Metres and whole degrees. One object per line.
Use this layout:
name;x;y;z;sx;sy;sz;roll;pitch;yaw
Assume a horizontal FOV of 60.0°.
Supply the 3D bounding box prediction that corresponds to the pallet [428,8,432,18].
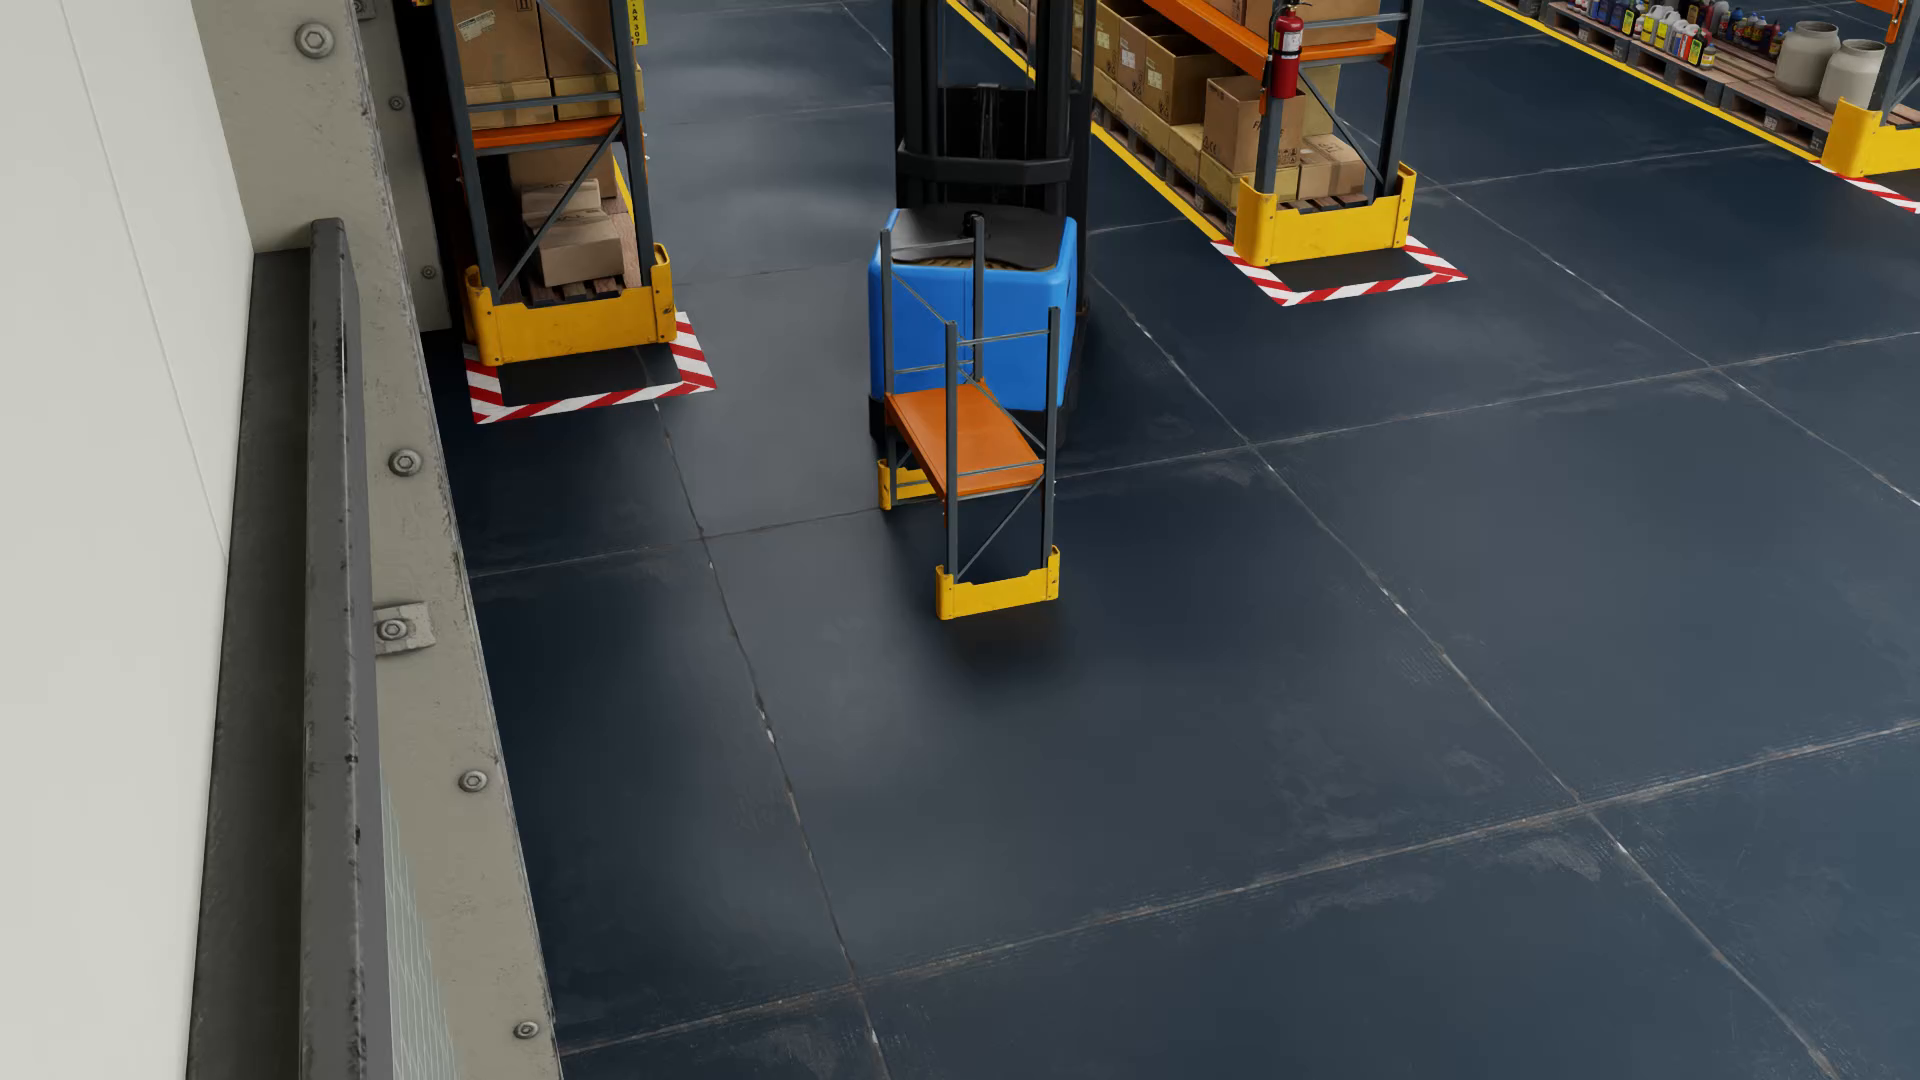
pallet;-4.493;-5.040;15.686;1.003;0.211;1.213;-10;35;-15

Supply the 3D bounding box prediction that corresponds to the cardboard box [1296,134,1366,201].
cardboard box;2.475;-2.596;11.570;0.500;0.250;0.500;-10;35;-15

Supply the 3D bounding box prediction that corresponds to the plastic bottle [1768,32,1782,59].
plastic bottle;6.857;-4.154;13.955;0.097;0.201;0.097;0;33;0

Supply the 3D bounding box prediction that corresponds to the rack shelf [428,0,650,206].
rack shelf;-2.900;-3.163;10.969;1.077;0.370;4.000;-10;35;-15

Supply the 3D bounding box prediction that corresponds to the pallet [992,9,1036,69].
pallet;0.945;-4.566;14.968;1.003;0.211;1.213;-10;35;-15

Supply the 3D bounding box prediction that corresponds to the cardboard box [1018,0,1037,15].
cardboard box;0.810;-4.775;14.360;0.500;0.311;0.500;-10;35;-15

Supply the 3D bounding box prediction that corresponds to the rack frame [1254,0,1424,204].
rack frame;2.427;-3.249;10.445;1.000;3.000;0.127;-10;35;-15

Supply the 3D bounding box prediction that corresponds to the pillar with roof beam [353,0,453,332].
pillar with roof beam;0.773;-5.862;8.959;9.100;9.000;0.400;-10;35;-15

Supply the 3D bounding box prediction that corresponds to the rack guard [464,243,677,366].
rack guard;-2.313;-1.411;9.931;1.175;0.500;0.348;-10;35;-15

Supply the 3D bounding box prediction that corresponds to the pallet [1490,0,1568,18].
pallet;5.649;-5.422;16.264;1.003;0.211;1.213;-10;35;-15

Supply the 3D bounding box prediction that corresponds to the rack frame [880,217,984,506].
rack frame;-0.129;-0.848;8.173;0.500;1.500;0.032;-10;35;-15

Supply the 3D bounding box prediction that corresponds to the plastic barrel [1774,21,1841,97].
plastic barrel;6.719;-3.813;13.175;0.421;0.512;0.421;0;33;0

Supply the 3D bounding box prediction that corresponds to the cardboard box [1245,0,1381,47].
cardboard box;2.297;-3.538;10.792;0.700;0.500;0.500;-10;35;-15

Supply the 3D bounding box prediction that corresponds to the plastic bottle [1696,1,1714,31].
plastic bottle;6.498;-4.566;14.504;0.061;0.283;0.133;-10;35;-15

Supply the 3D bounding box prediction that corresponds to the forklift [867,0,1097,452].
forklift;0.213;-2.488;9.356;1.130;2.935;3.031;4;34;6

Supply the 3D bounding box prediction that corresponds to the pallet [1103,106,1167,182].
pallet;1.785;-3.119;12.779;1.003;0.211;1.213;-10;35;-15

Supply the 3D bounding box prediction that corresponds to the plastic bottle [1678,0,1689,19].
plastic bottle;6.455;-4.868;14.899;0.144;0.351;0.185;-12;35;-17

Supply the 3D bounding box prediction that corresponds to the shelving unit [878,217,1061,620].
shelving unit;0.023;-0.586;7.776;0.587;1.500;1.083;-10;35;-15

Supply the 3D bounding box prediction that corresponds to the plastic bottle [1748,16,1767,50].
plastic bottle;6.784;-4.309;14.126;0.097;0.271;0.097;0;33;0

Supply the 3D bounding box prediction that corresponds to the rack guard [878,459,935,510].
rack guard;-0.129;-0.326;8.516;0.587;0.250;0.087;-10;35;-15

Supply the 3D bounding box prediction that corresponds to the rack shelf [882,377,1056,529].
rack shelf;0.026;-0.431;7.868;0.538;0.185;1.000;-10;35;-15

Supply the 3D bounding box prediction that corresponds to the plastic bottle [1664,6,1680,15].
plastic bottle;6.097;-4.449;14.334;0.152;0.276;0.135;-10;35;-15

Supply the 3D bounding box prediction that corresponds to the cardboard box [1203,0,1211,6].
cardboard box;1.986;-4.074;11.604;0.700;0.500;0.500;-10;35;-14

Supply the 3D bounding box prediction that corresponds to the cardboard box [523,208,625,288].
cardboard box;-2.415;-1.854;10.374;0.500;0.311;0.500;-14;36;-20

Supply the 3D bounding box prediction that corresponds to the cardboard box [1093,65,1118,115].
cardboard box;1.355;-3.555;13.023;0.500;0.250;0.500;-10;35;-15

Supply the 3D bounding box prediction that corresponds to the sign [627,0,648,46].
sign;-1.773;-2.866;9.081;0.100;0.325;0.005;-10;35;-15

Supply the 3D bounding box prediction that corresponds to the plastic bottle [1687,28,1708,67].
plastic bottle;6.115;-4.079;13.766;0.061;0.283;0.133;-9;35;-14

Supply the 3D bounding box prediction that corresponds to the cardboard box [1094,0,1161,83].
cardboard box;1.355;-3.868;12.816;0.500;0.500;0.500;-10;35;-15

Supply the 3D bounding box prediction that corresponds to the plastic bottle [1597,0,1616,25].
plastic bottle;5.776;-4.764;14.743;0.144;0.351;0.185;-9;35;-13

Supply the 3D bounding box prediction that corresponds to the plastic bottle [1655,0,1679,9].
plastic bottle;6.321;-4.798;14.862;0.152;0.276;0.135;-10;35;-15

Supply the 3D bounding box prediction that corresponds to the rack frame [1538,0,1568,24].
rack frame;5.925;-6.180;14.881;1.000;3.000;0.127;-10;35;-15

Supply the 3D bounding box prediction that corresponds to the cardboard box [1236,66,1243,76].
cardboard box;2.156;-3.431;12.154;0.500;0.500;0.500;-10;35;-15

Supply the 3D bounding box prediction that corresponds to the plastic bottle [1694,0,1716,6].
plastic bottle;6.553;-4.698;14.643;0.144;0.351;0.185;-10;35;-15

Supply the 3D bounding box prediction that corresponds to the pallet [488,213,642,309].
pallet;-2.527;-1.723;10.665;1.003;0.211;1.213;-10;35;-15

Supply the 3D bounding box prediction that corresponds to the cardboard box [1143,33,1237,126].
cardboard box;1.661;-3.344;12.022;0.500;0.500;0.500;-10;35;-15

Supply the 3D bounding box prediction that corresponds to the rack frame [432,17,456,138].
rack frame;-3.510;-4.514;12.360;1.000;3.000;0.127;-10;35;-15

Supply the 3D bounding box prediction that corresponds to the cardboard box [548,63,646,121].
cardboard box;-2.136;-2.669;9.686;0.500;0.250;0.500;-11;35;-16

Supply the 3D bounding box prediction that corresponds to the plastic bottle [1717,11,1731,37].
plastic bottle;6.661;-4.492;14.467;0.097;0.201;0.097;0;33;0

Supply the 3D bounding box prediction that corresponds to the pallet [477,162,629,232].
pallet;-2.895;-2.362;11.633;1.003;0.211;1.213;-10;35;-15

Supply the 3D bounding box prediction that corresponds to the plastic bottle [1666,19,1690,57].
plastic bottle;6.074;-4.227;13.998;0.152;0.276;0.135;-11;35;-16

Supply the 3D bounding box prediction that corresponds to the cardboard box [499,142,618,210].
cardboard box;-2.765;-2.625;11.371;0.700;0.500;0.500;-12;35;-18

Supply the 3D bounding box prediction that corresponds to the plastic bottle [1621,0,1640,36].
plastic bottle;5.844;-4.544;14.470;0.061;0.283;0.133;-9;34;-13

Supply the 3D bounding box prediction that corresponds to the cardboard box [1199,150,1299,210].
cardboard box;1.982;-2.508;11.438;0.500;0.250;0.500;-10;35;-15

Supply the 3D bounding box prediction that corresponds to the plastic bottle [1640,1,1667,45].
plastic bottle;5.963;-4.442;14.255;0.144;0.351;0.185;-10;35;-15

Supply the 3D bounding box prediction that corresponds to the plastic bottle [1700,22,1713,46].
plastic bottle;6.218;-4.175;13.913;0.061;0.283;0.133;-10;35;-15

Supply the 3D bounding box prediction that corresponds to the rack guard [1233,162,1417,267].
rack guard;2.434;-2.193;11.115;1.175;0.500;0.348;-10;35;-15

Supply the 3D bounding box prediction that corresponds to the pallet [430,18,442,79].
pallet;-4.124;-4.400;14.718;1.003;0.211;1.213;-10;35;-15

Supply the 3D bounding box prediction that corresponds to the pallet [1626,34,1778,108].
pallet;6.466;-4.015;14.135;1.003;0.211;1.213;-10;35;-15

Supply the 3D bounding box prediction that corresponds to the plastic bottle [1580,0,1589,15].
plastic bottle;5.667;-4.848;15.005;0.097;0.201;0.097;0;33;0

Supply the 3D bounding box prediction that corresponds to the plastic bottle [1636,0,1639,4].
plastic bottle;5.935;-4.676;14.681;0.097;0.271;0.097;0;33;0

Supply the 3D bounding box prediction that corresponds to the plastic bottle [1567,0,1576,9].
plastic bottle;5.605;-4.984;15.147;0.097;0.271;0.097;0;33;0

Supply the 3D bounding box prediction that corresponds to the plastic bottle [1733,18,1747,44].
plastic bottle;6.724;-4.384;14.303;0.097;0.201;0.097;0;33;0

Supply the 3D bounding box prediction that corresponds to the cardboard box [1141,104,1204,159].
cardboard box;1.664;-3.031;12.230;0.500;0.250;0.500;-10;35;-15

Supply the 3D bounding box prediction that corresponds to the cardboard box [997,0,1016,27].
cardboard box;0.652;-4.812;14.924;0.500;0.250;0.500;-11;35;-15

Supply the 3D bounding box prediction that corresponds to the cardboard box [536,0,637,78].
cardboard box;-2.149;-2.973;9.467;0.500;0.500;0.500;-10;35;-15
